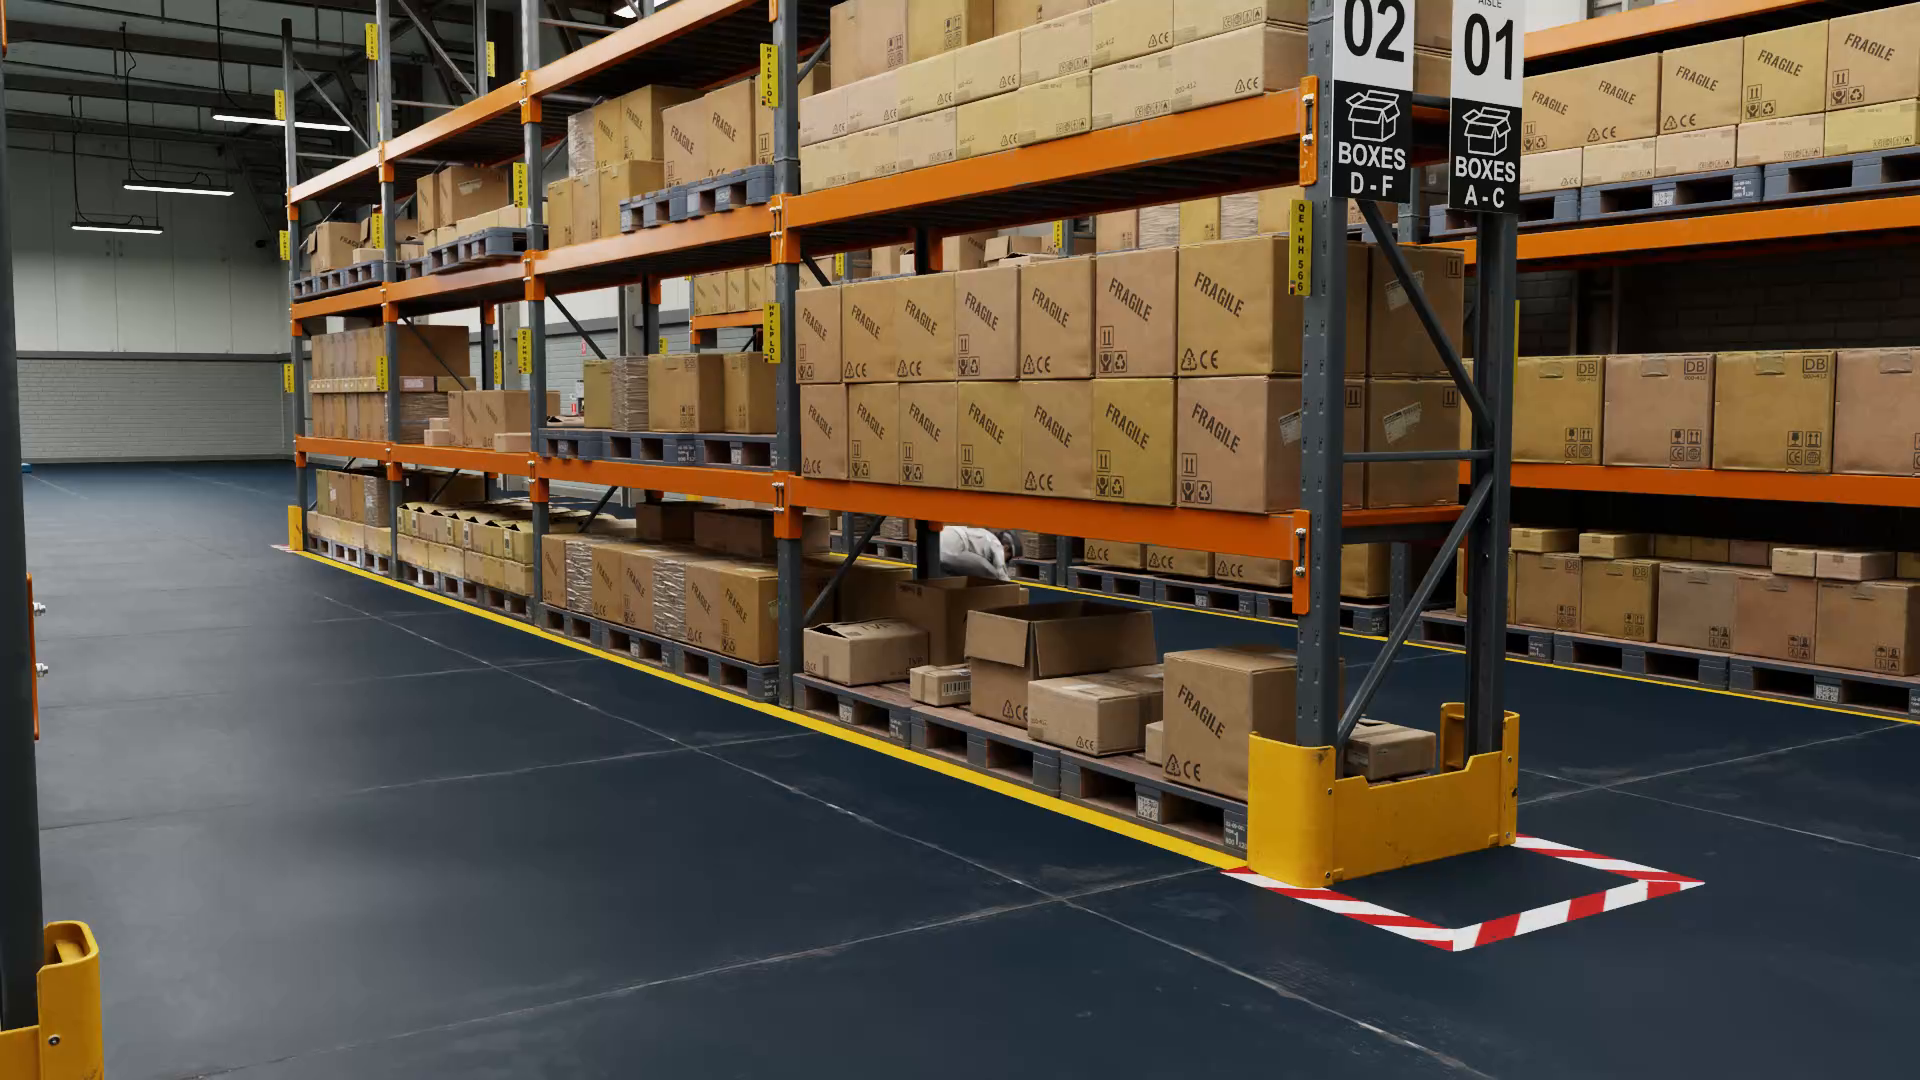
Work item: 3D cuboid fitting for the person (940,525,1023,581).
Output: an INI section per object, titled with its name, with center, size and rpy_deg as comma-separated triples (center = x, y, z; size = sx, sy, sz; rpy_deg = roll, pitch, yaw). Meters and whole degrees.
[person]
center = 0.099, 0.274, 12.830
size = 0.908, 0.791, 0.457
rpy_deg = -3, 6, -36
